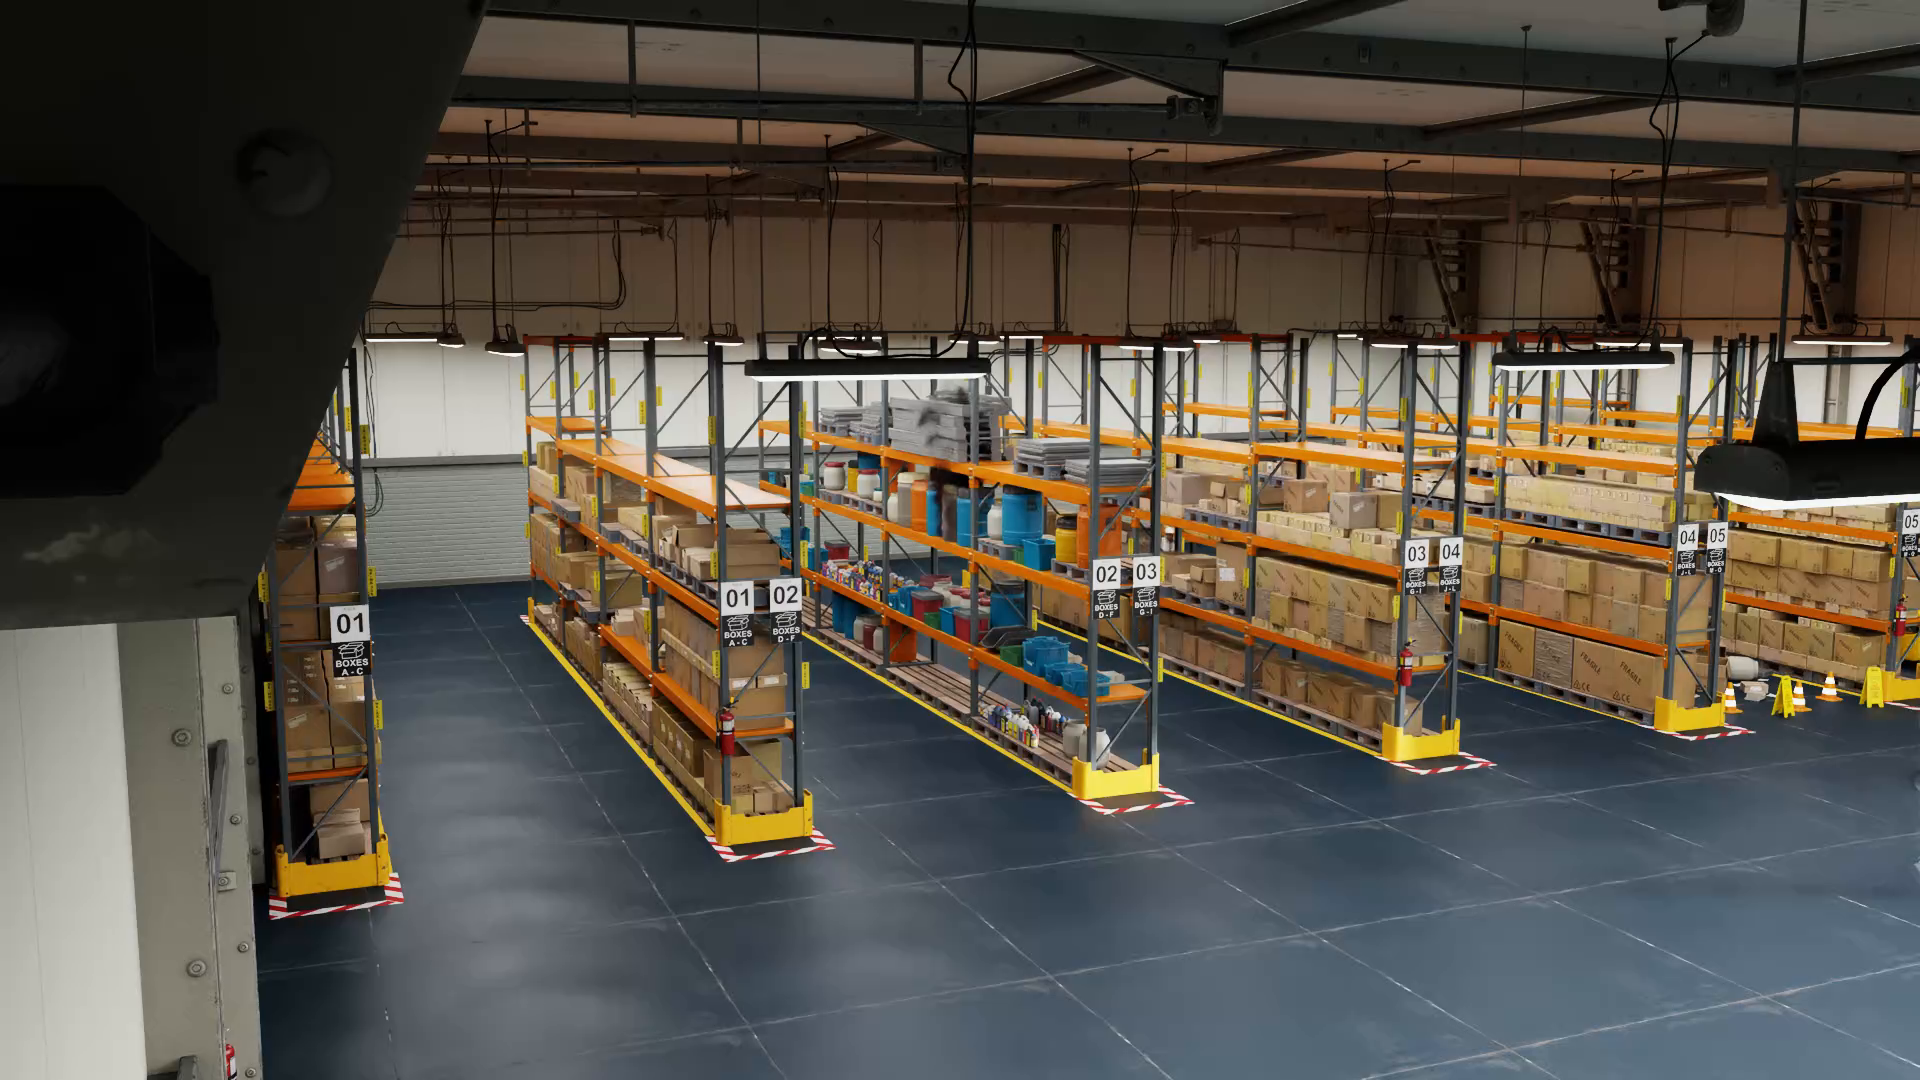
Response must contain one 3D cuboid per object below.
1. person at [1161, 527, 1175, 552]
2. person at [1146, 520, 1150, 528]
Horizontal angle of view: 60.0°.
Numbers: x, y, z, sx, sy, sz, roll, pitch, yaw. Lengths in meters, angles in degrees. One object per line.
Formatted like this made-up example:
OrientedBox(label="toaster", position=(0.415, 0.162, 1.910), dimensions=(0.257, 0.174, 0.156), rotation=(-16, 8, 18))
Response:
OrientedBox(label="person", position=(4.594, 0.516, 37.514), dimensions=(0.650, 1.709, 0.842), rotation=(-4, 9, -29))
OrientedBox(label="person", position=(4.786, 0.057, 41.714), dimensions=(0.485, 1.514, 0.635), rotation=(-1, 8, -11))
